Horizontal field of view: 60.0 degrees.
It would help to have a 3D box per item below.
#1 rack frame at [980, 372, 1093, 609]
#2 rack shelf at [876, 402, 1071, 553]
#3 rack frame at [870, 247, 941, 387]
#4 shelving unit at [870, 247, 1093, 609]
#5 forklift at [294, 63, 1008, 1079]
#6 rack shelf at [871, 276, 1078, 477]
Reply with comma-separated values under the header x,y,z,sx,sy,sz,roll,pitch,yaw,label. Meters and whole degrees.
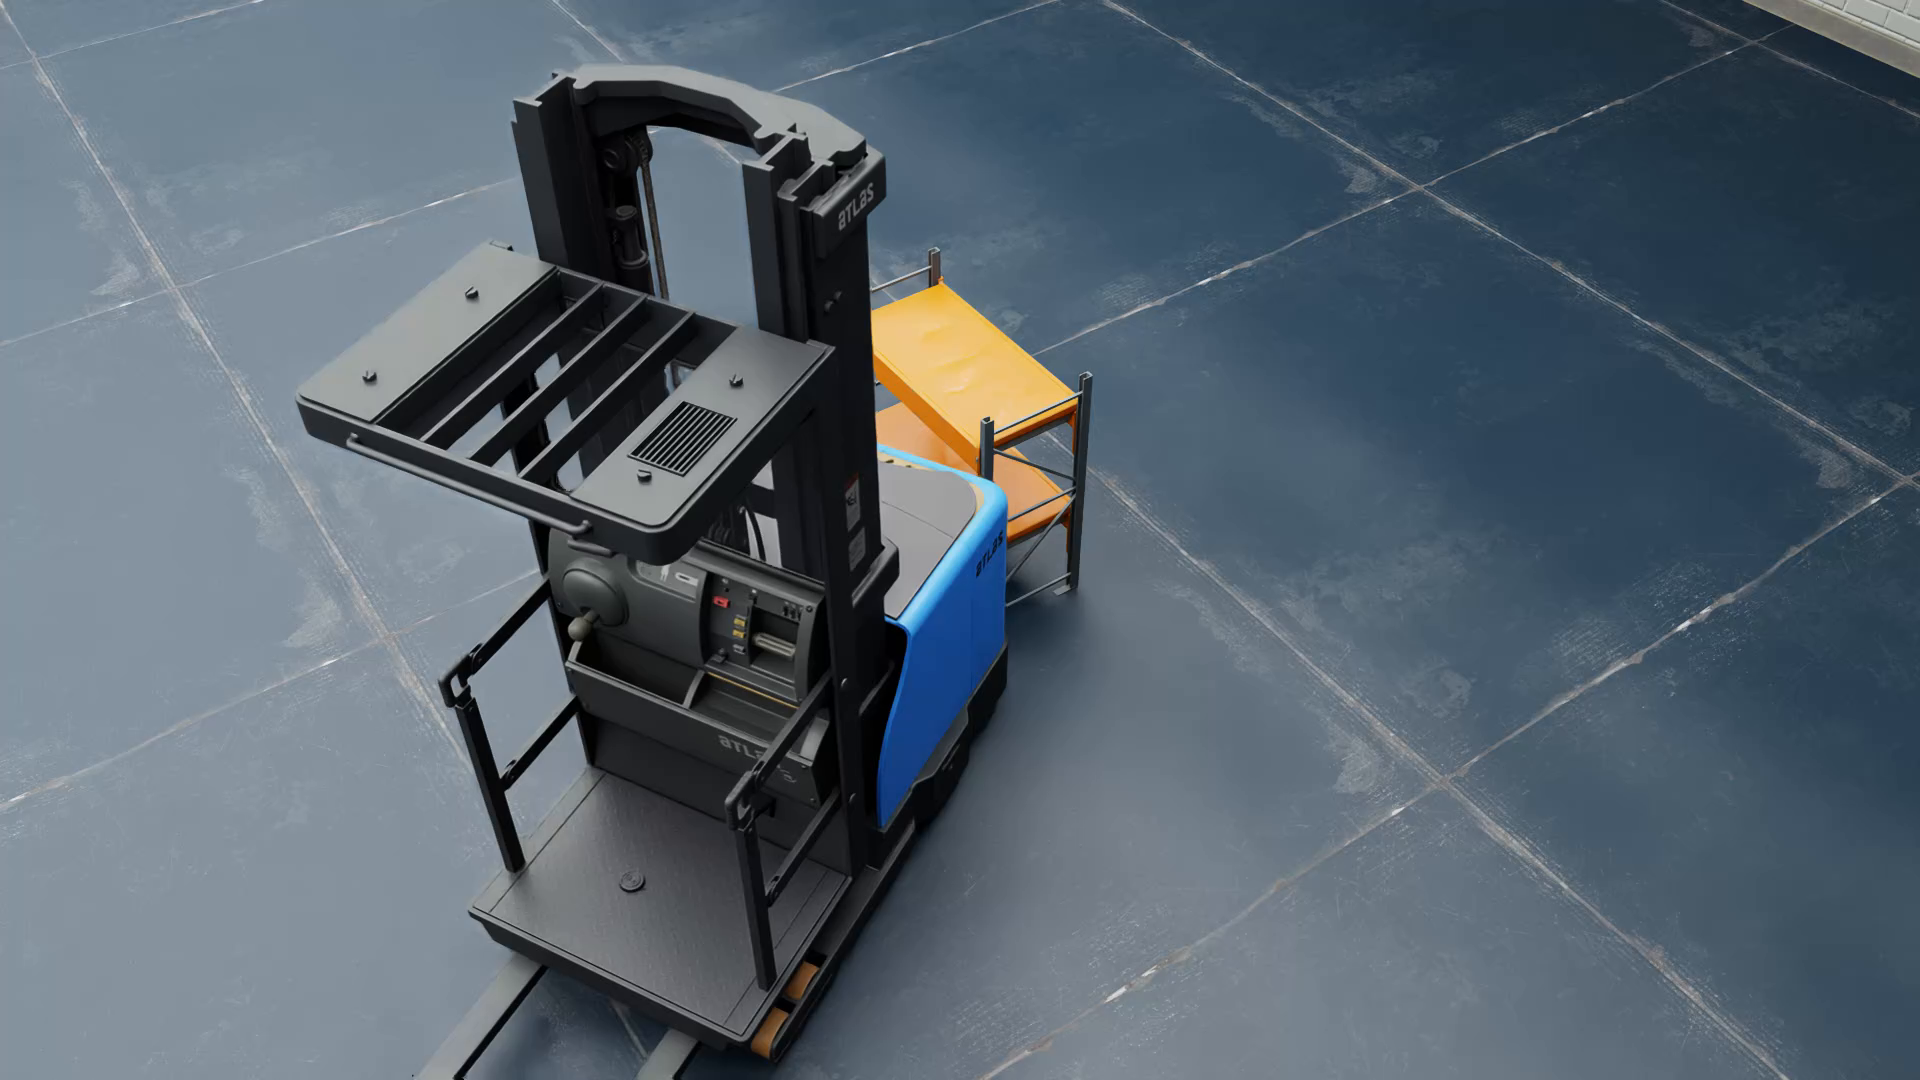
x,y,z,sx,sy,sz,roll,pitch,yaw,label
0.287,-0.123,6.555,0.500,1.125,0.032,-26,49,-24,rack frame
-0.004,-0.234,7.025,0.538,0.278,1.000,-26,49,-24,rack shelf
-0.295,-0.699,7.158,0.500,1.125,0.032,-26,49,-24,rack frame
-0.004,-0.411,6.857,0.538,1.125,1.048,-26,49,-24,shelving unit
-0.930,0.283,4.822,1.130,2.935,3.031,19,47,19,forklift
-0.004,-0.622,6.654,0.538,0.278,1.000,-26,49,-24,rack shelf
